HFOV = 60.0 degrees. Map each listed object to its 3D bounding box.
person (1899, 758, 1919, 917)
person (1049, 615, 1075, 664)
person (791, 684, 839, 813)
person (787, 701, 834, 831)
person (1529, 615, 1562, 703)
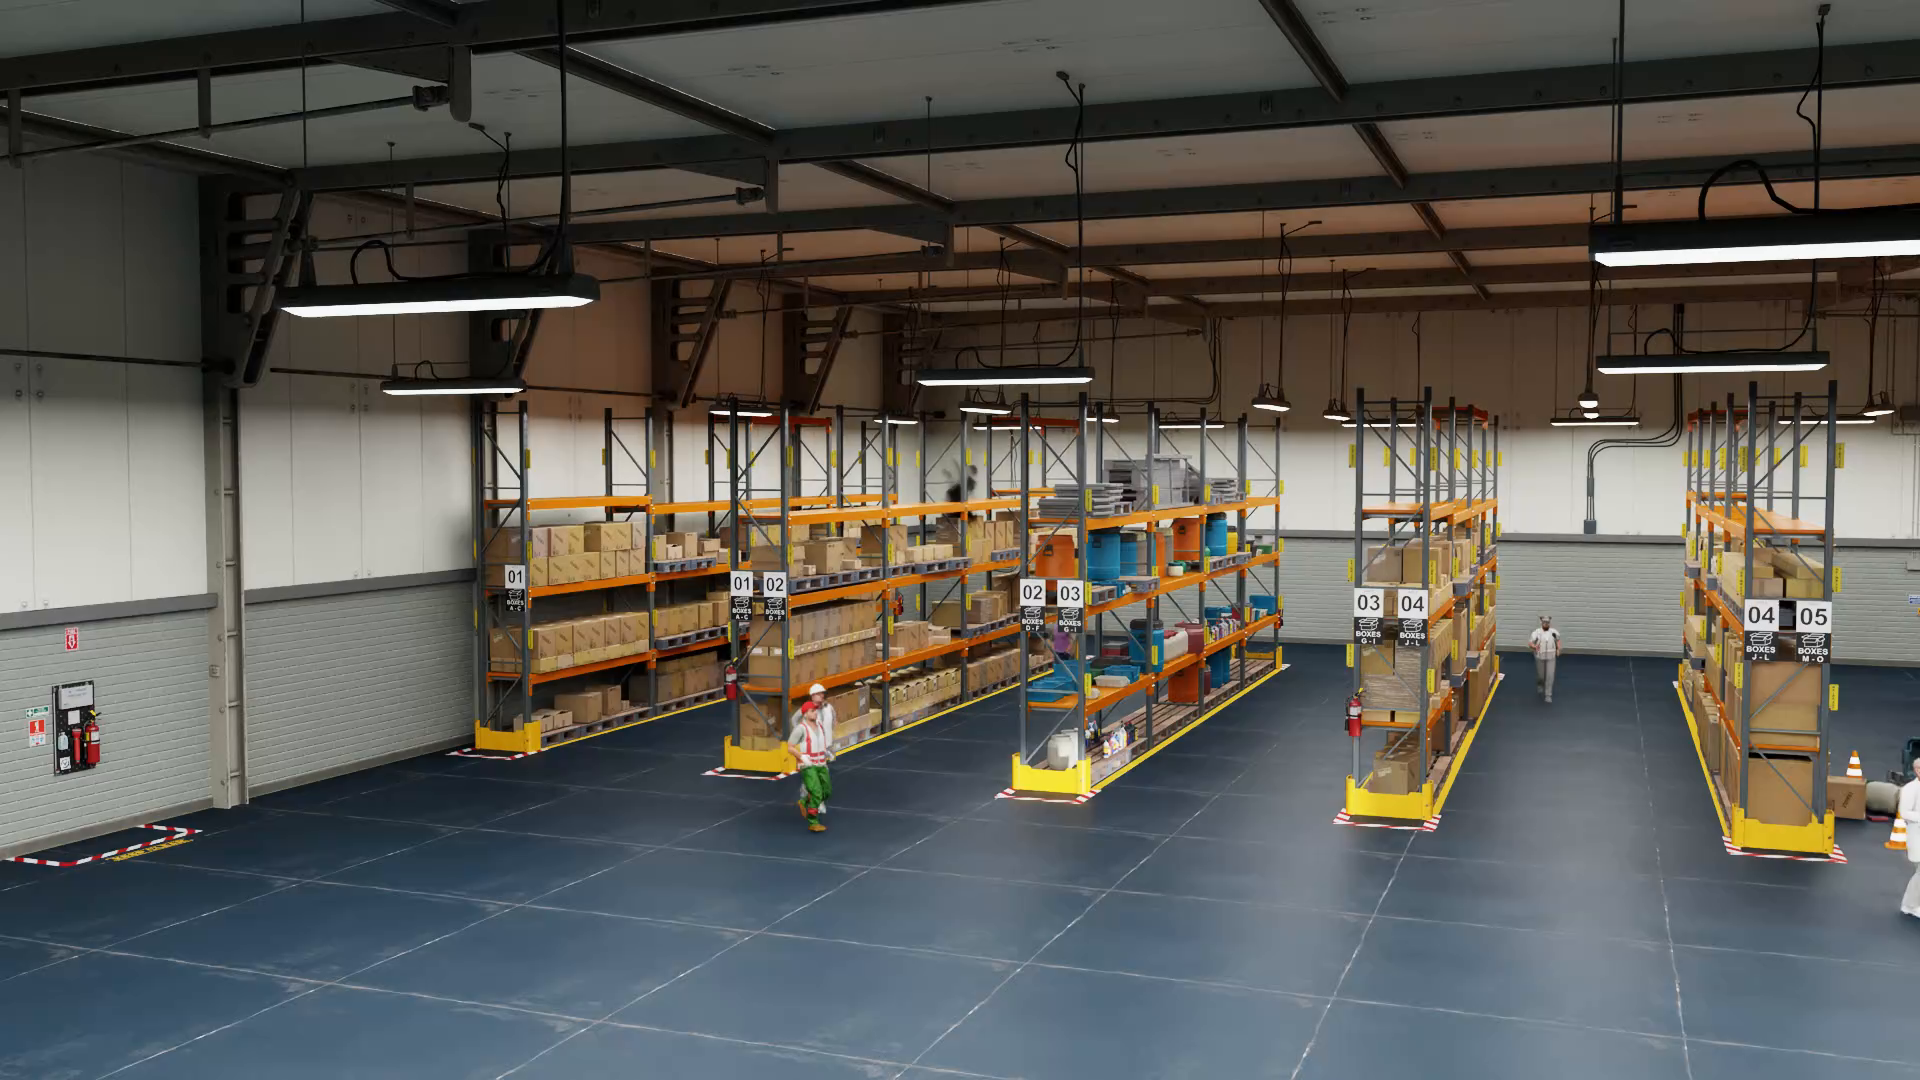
[{"bbox_3d":[10.542,3.243,18.035,0.697,1.741,0.639,-1,3,-23],"label":"person"},{"bbox_3d":[2.062,2.293,33.775,0.537,1.577,0.465,1,3,20],"label":"person"},{"bbox_3d":[-2.064,2.972,23.811,0.544,1.843,0.778,-3,4,-43],"label":"person"},{"bbox_3d":[-2.031,3.040,22.427,0.623,1.738,0.655,2,4,42],"label":"person"},{"bbox_3d":[12.130,2.438,34.455,0.665,1.779,0.949,1,3,14],"label":"person"}]
